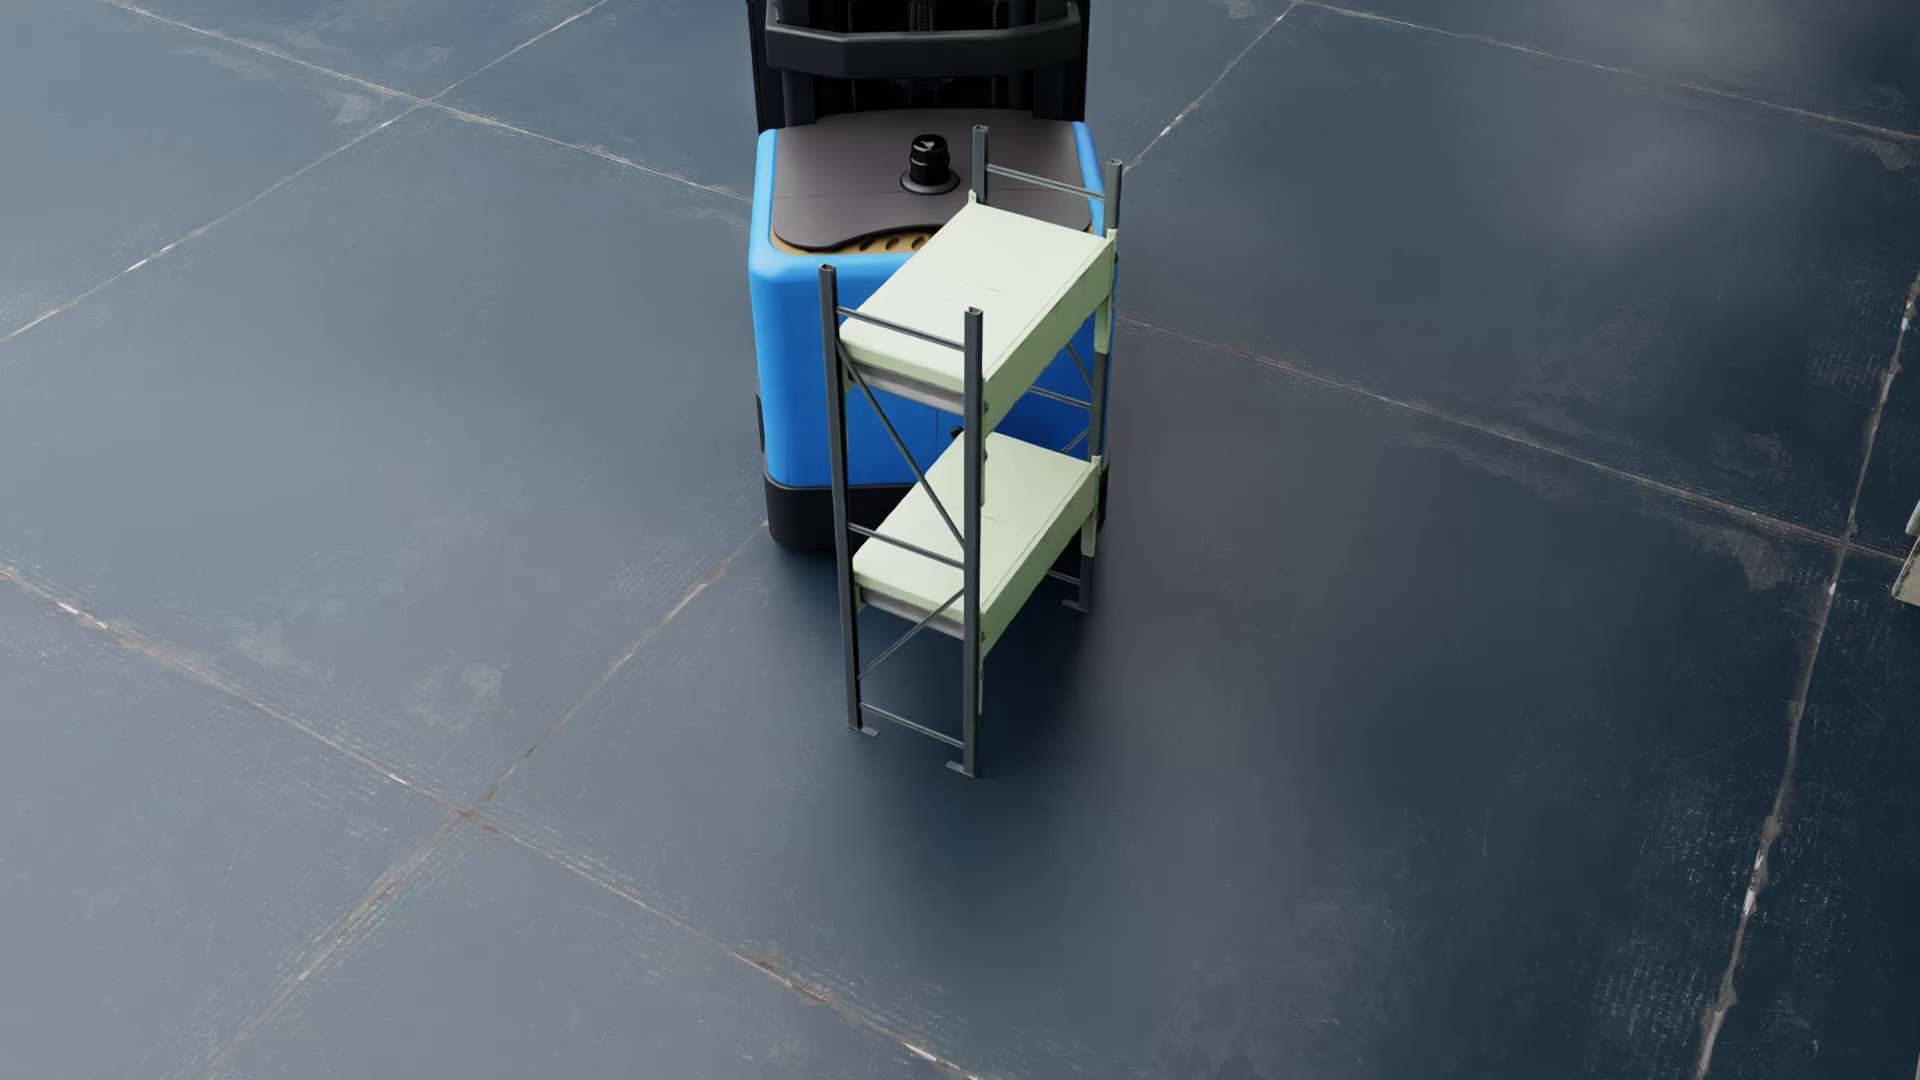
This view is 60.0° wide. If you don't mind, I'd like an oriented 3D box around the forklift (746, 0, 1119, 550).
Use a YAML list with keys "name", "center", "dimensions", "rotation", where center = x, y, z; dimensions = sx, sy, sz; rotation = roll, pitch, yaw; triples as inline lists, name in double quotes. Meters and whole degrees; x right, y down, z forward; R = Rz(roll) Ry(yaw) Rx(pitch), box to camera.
- name: "forklift"
  center: [-0.144, -2.030, 5.338]
  dimensions: [1.130, 2.935, 3.031]
  rotation: [-2, 41, -2]

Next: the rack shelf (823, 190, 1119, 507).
- name: "rack shelf"
  center: [0.041, -0.488, 4.079]
  dimensions: [0.431, 0.370, 0.720]
  rotation: [19, 45, 21]

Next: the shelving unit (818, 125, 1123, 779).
- name: "shelving unit"
  center: [0.041, -0.195, 4.337]
  dimensions: [0.431, 1.500, 0.755]
  rotation: [19, 45, 21]

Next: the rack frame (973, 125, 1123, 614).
- name: "rack frame"
  center: [0.213, -0.408, 4.579]
  dimensions: [0.400, 1.500, 0.023]
  rotation: [19, 45, 21]

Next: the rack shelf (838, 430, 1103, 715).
- name: "rack shelf"
  center: [0.041, 0.050, 4.552]
  dimensions: [0.431, 0.370, 0.720]
  rotation: [19, 45, 21]

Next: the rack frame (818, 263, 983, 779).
- name: "rack frame"
  center: [-0.132, 0.018, 4.094]
  dimensions: [0.400, 1.500, 0.023]
  rotation: [19, 45, 21]
